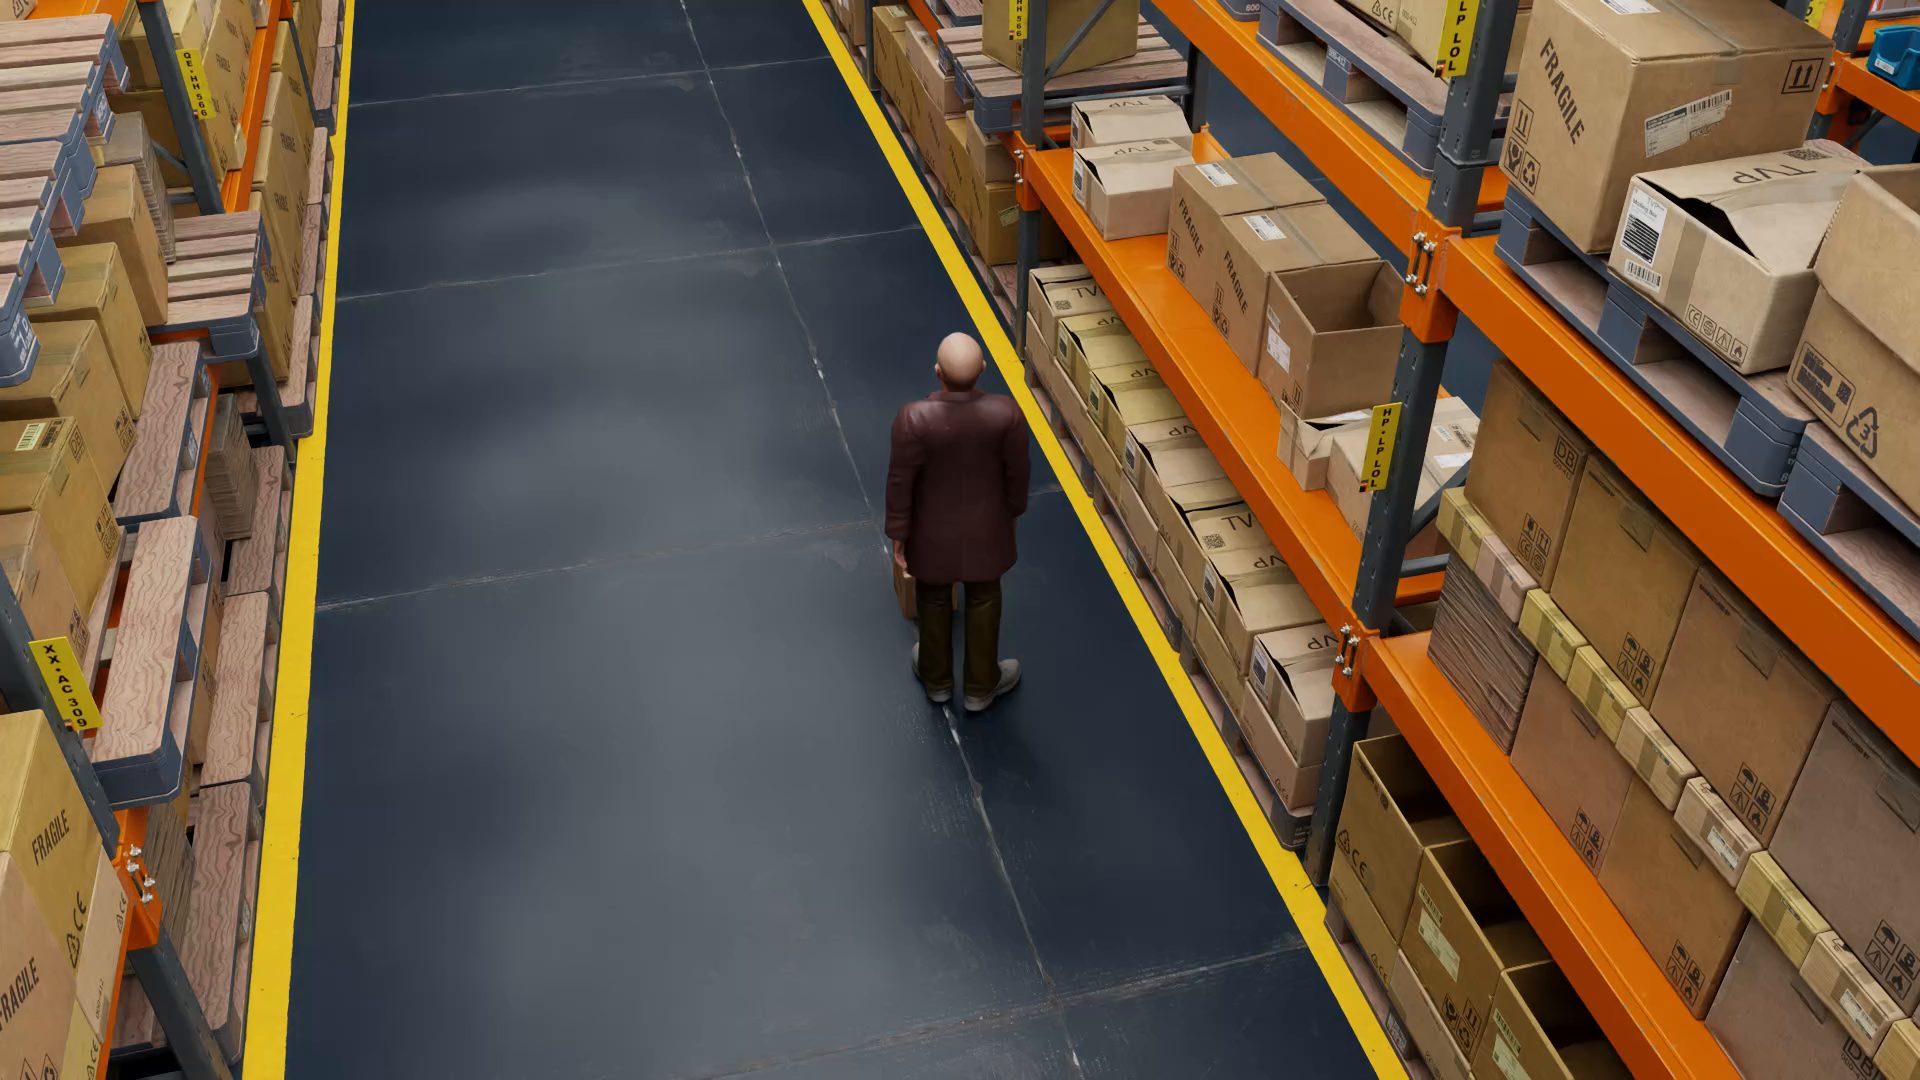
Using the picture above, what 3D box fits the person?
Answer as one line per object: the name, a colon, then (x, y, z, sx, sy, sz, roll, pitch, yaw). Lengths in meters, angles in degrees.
person: (-0.016, -0.077, 6.791, 0.595, 1.782, 0.465, -4, 38, -6)
